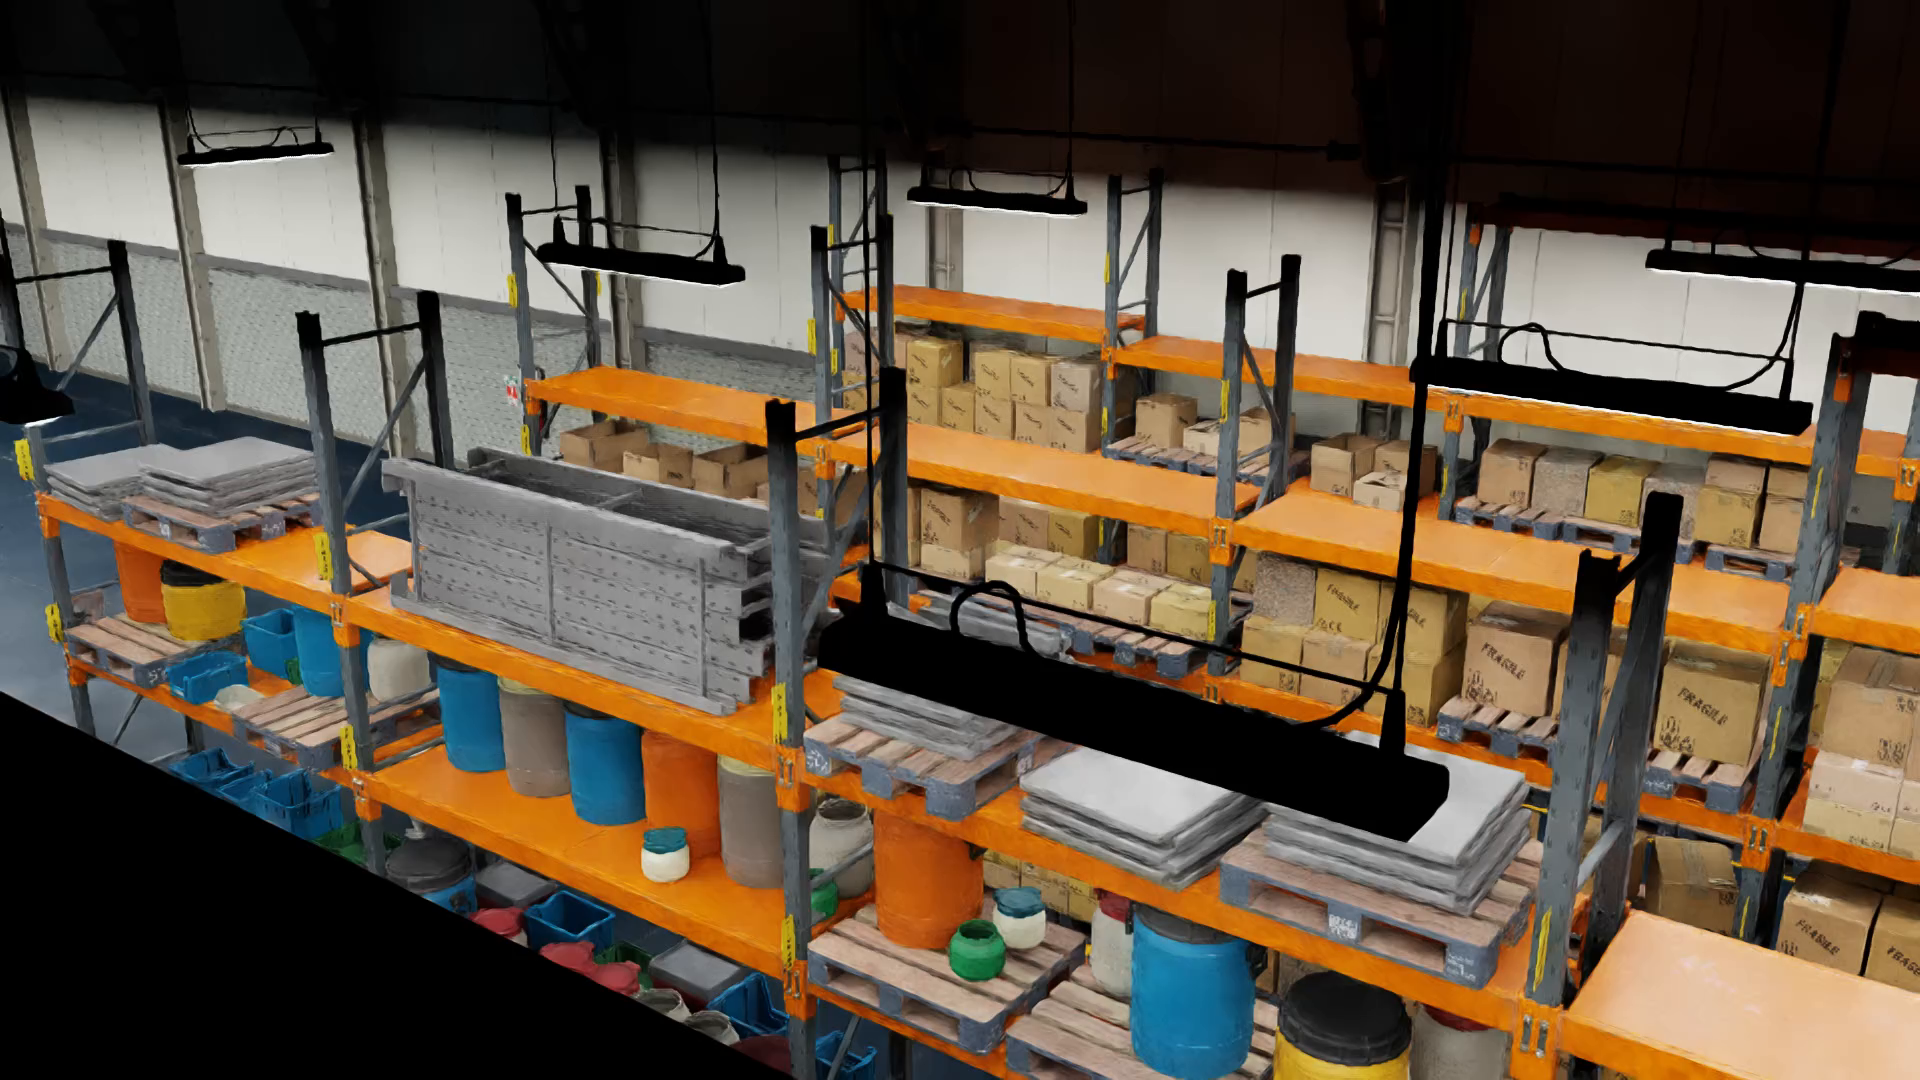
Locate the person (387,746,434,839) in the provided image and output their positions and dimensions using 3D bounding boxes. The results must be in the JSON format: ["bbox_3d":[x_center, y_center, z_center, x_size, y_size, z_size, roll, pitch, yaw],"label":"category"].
[{"bbox_3d":[-5.369,2.055,16.285,0.574,1.726,0.677,12,22,32],"label":"person"}]
